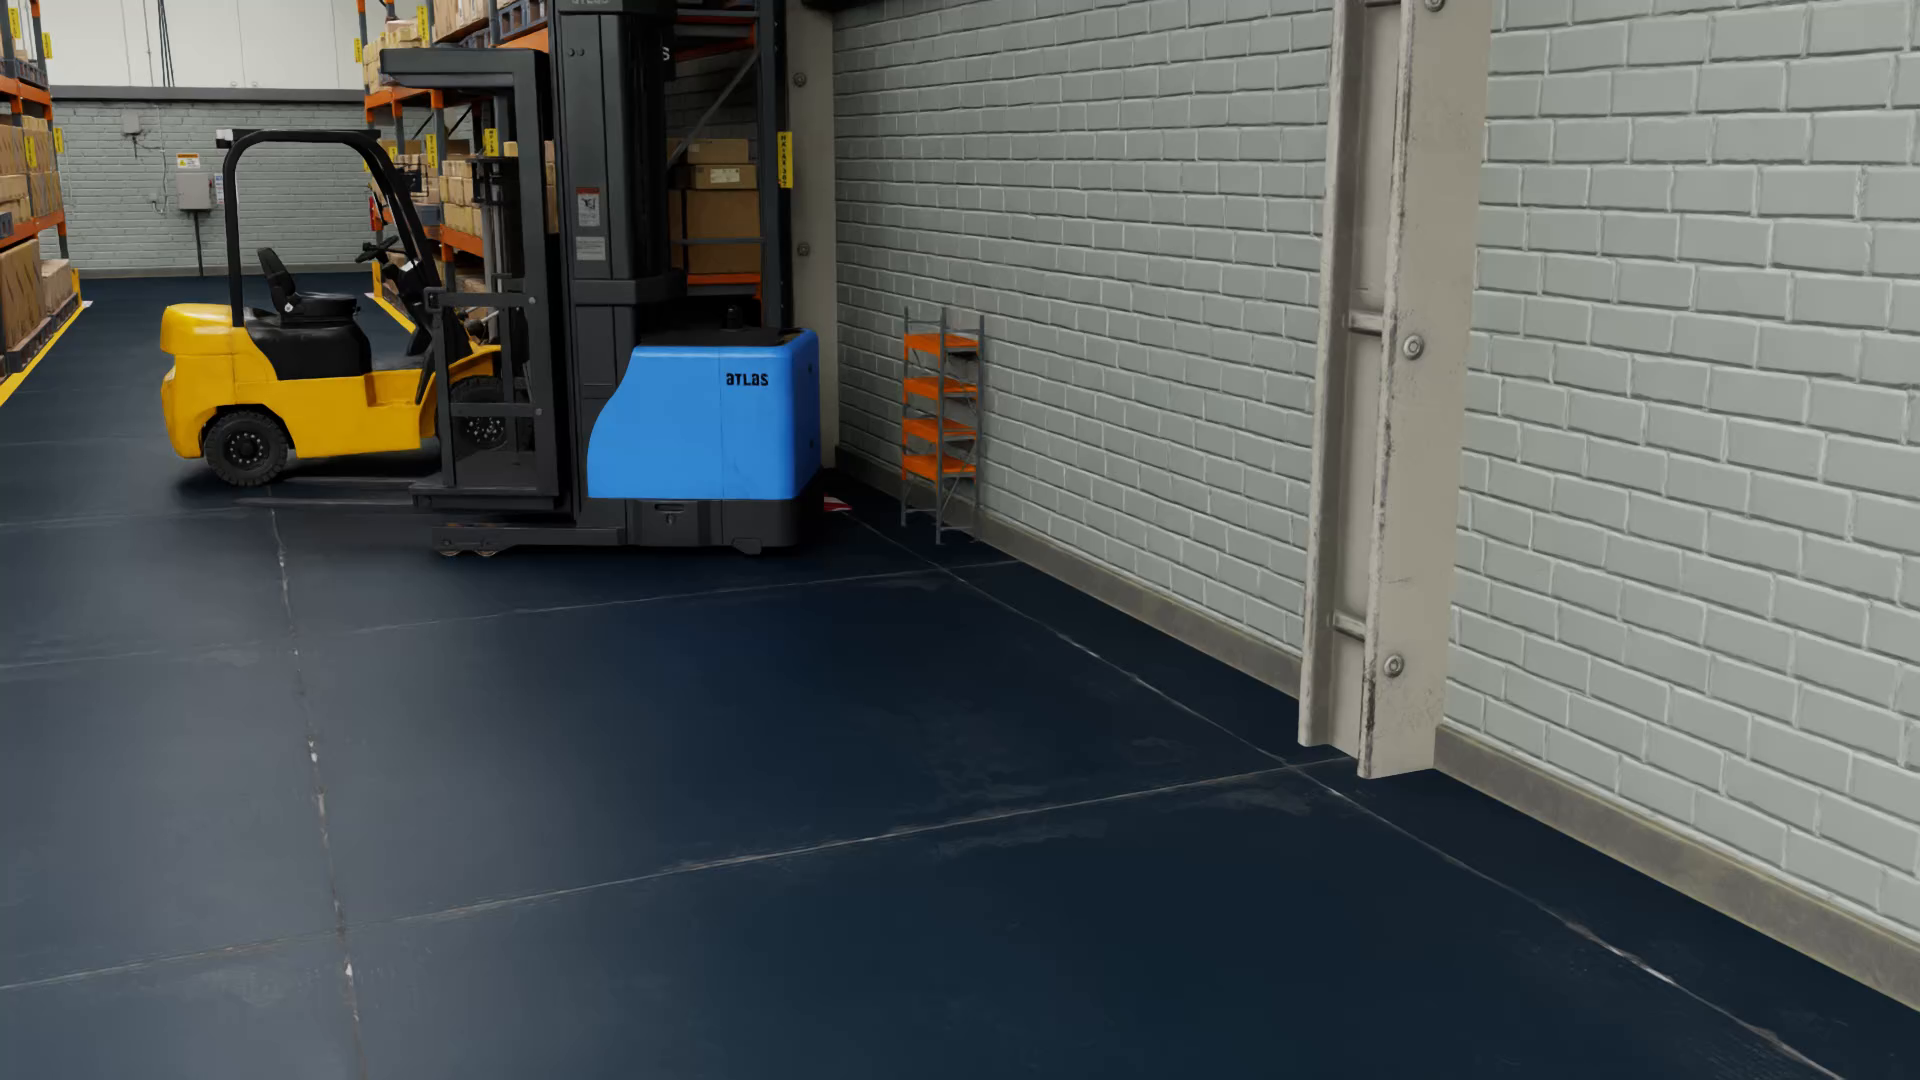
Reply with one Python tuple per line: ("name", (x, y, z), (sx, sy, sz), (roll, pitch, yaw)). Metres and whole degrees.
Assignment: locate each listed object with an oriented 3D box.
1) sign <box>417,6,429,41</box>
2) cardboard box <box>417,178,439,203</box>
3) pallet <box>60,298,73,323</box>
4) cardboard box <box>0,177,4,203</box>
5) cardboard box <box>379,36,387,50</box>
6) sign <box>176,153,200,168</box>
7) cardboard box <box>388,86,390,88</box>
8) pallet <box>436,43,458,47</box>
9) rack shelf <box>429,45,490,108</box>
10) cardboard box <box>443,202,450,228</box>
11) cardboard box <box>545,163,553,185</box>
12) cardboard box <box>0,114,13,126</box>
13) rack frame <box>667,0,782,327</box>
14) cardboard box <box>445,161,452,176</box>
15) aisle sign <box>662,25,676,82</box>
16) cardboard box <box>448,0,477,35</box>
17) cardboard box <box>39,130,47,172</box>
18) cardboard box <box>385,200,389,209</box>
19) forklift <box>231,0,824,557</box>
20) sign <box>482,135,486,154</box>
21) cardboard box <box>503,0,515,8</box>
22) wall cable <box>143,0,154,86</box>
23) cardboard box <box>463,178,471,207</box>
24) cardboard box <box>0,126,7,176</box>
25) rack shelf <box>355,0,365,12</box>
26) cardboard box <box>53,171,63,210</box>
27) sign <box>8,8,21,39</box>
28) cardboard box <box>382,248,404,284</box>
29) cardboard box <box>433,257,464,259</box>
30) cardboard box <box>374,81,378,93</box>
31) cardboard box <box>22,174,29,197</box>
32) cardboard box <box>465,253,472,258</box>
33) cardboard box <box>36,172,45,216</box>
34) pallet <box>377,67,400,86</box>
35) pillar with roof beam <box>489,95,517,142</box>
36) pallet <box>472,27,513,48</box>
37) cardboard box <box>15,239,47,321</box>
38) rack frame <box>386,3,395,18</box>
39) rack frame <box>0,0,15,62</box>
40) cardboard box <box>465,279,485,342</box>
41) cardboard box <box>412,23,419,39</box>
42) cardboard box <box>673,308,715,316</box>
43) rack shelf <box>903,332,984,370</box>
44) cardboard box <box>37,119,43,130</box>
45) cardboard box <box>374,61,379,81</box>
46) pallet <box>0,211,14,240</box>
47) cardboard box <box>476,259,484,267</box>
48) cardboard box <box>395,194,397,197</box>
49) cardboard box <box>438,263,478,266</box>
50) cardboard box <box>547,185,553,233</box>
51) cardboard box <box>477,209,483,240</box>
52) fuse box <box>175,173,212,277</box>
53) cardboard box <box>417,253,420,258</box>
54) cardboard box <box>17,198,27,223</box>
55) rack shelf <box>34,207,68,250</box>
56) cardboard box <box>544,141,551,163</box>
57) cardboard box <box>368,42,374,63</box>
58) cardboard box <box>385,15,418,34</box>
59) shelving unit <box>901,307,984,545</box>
("sign", (-5.255, -5.060, 16.283), (0.100, 0.325, 0.005), (-6, 14, -23))
("cardboard box", (-5.476, -3.716, 17.674), (0.500, 0.250, 0.500), (-6, 14, -26))
("pallet", (-11.631, -2.831, 20.634), (1.003, 0.211, 1.213), (-6, 14, -23))
("cardboard box", (-9.486, -3.351, 15.920), (0.500, 0.250, 0.500), (-5, 14, -22))
("cardboard box", (-6.641, -5.858, 19.620), (0.380, 0.149, 0.250), (-5, 14, -21))
("sign", (-12.939, -6.362, 27.874), (0.339, 0.242, 0.001), (-6, 14, -23))
("cardboard box", (-6.869, -5.660, 20.575), (0.380, 0.149, 0.250), (-6, 14, -23))
("pallet", (-4.403, -4.633, 16.001), (1.213, 0.211, 1.003), (-5, 14, -20))
("rack shelf", (-3.956, -4.093, 14.847), (1.077, 0.370, 4.000), (-6, 14, -23))
("cardboard box", (-4.803, -3.209, 16.415), (0.500, 0.250, 0.500), (-6, 14, -23))
("cardboard box", (-2.667, -2.523, 11.459), (0.380, 0.149, 0.250), (-6, 14, -24))
("cardboard box", (-10.794, -4.713, 18.705), (0.380, 0.149, 0.250), (-6, 14, -24))
("rack frame", (-1.552, -1.743, 9.748), (1.000, 3.000, 0.127), (-6, 14, -23))
("cardboard box", (-4.791, -3.613, 16.167), (0.380, 0.149, 0.250), (-5, 14, -22))
("aisle sign", (-1.795, -2.969, 9.281), (0.394, 0.787, 0.004), (-6, 14, -23))
("cardboard box", (-4.282, -4.777, 14.831), (0.500, 0.500, 0.500), (-5, 14, -22))
("cardboard box", (-11.466, -4.745, 20.281), (0.500, 0.500, 0.500), (-6, 14, -23))
("cardboard box", (-7.487, -4.510, 22.262), (0.380, 0.149, 0.250), (-5, 14, -22))
("forklift", (-2.300, -1.461, 8.682), (3.031, 2.935, 1.130), (1, 13, 4))
("sign", (-5.852, -4.837, 20.549), (0.100, 0.325, 0.005), (-6, 14, -23))
("cardboard box", (-3.045, -4.047, 12.094), (0.500, 0.311, 0.500), (-5, 14, -22))
("wall cable", (-14.355, -8.739, 26.672), (2.355, 3.000, 0.029), (-6, 14, -23))
("cardboard box", (-4.183, -3.136, 14.990), (0.500, 0.250, 0.500), (-5, 14, -22))
("cardboard box", (-9.678, -3.816, 16.267), (0.500, 0.500, 0.500), (-5, 14, -21))
("rack shelf", (-7.160, -7.206, 21.650), (1.077, 0.370, 4.000), (-6, 14, -23))
("cardboard box", (-12.072, -4.572, 21.751), (0.500, 0.500, 0.500), (-6, 14, -23))
("sign", (-10.413, -5.691, 18.308), (0.100, 0.325, 0.005), (-6, 14, -23))
("cardboard box", (-7.803, -3.902, 23.682), (0.797, 0.503, 0.637), (-6, 14, -25))
("cardboard box", (-5.879, -3.163, 19.056), (0.380, 0.149, 0.250), (-5, 14, -21))
("cardboard box", (-7.522, -5.975, 21.939), (0.380, 0.149, 0.250), (-6, 14, -23))
("cardboard box", (-10.506, -3.874, 18.181), (0.500, 0.250, 0.500), (-6, 14, -23))
("cardboard box", (-5.732, -3.372, 19.959), (0.380, 0.149, 0.250), (-5, 14, -22))
("cardboard box", (-11.052, -4.047, 19.480), (0.500, 0.500, 0.500), (-6, 14, -23))
("pallet", (-6.162, -5.451, 19.533), (1.213, 0.211, 1.003), (-6, 14, -23))
("pillar with roof beam", (-9.757, -6.981, 19.077), (9.100, 9.000, 0.400), (-6, 14, -23))
("pallet", (-3.520, -4.118, 13.784), (0.805, 0.209, 1.217), (-6, 14, -25))
("cardboard box", (-10.584, -2.822, 18.189), (0.875, 0.875, 0.875), (-5, 14, -21))
("rack frame", (-6.359, -7.145, 19.783), (1.000, 3.000, 0.127), (-6, 14, -23))
("rack frame", (-10.906, -6.696, 17.843), (1.000, 3.000, 0.127), (-6, 14, -23))
("cardboard box", (-4.251, -2.179, 15.967), (0.875, 0.625, 0.625), (-5, 14, -21))
("cardboard box", (-5.582, -5.384, 17.615), (0.380, 0.149, 0.250), (-6, 14, -24))
("cardboard box", (-1.965, -1.419, 11.296), (0.500, 0.250, 0.500), (-6, 14, -23))
("rack shelf", (-0.092, -1.003, 8.784), (0.258, 0.148, 0.480), (-4, 14, -24))
("cardboard box", (-11.813, -5.243, 20.995), (0.380, 0.149, 0.250), (-5, 14, -22))
("cardboard box", (-7.390, -6.151, 21.813), (0.500, 0.250, 0.500), (-6, 14, -24))
("pallet", (-8.920, -2.715, 14.376), (1.213, 0.211, 1.003), (-6, 14, -23))
("cardboard box", (-5.247, -3.097, 18.771), (0.380, 0.149, 0.250), (-6, 14, -23))
("cardboard box", (-6.787, -4.377, 20.803), (0.500, 0.250, 0.500), (-5, 14, -22))
("cardboard box", (-5.390, -2.890, 17.876), (0.380, 0.149, 0.250), (-6, 14, -25))
("cardboard box", (-2.606, -2.186, 11.442), (0.500, 0.500, 0.500), (-6, 14, -23))
("cardboard box", (-3.803, -2.680, 14.130), (0.500, 0.250, 0.500), (-6, 14, -23))
("fuse box", (-12.805, -5.294, 27.949), (0.539, 1.711, 0.414), (-6, 14, -23))
("cardboard box", (-6.459, -3.427, 20.197), (0.380, 0.149, 0.250), (-5, 14, -20))
("cardboard box", (-10.292, -3.525, 17.779), (0.500, 0.250, 0.500), (-6, 14, -24))
("rack shelf", (-11.707, -3.836, 20.386), (1.077, 0.370, 4.000), (-6, 14, -23))
("cardboard box", (-2.710, -2.727, 11.681), (0.380, 0.149, 0.250), (-6, 14, -23))
("cardboard box", (-7.614, -6.502, 22.221), (0.500, 0.250, 0.500), (-6, 14, -24))
("cardboard box", (-6.559, -6.067, 19.606), (0.396, 0.266, 0.258), (-6, 14, -24))
("shelving unit", (-0.101, -0.619, 8.869), (0.258, 1.200, 0.503), (-4, 14, -24))
